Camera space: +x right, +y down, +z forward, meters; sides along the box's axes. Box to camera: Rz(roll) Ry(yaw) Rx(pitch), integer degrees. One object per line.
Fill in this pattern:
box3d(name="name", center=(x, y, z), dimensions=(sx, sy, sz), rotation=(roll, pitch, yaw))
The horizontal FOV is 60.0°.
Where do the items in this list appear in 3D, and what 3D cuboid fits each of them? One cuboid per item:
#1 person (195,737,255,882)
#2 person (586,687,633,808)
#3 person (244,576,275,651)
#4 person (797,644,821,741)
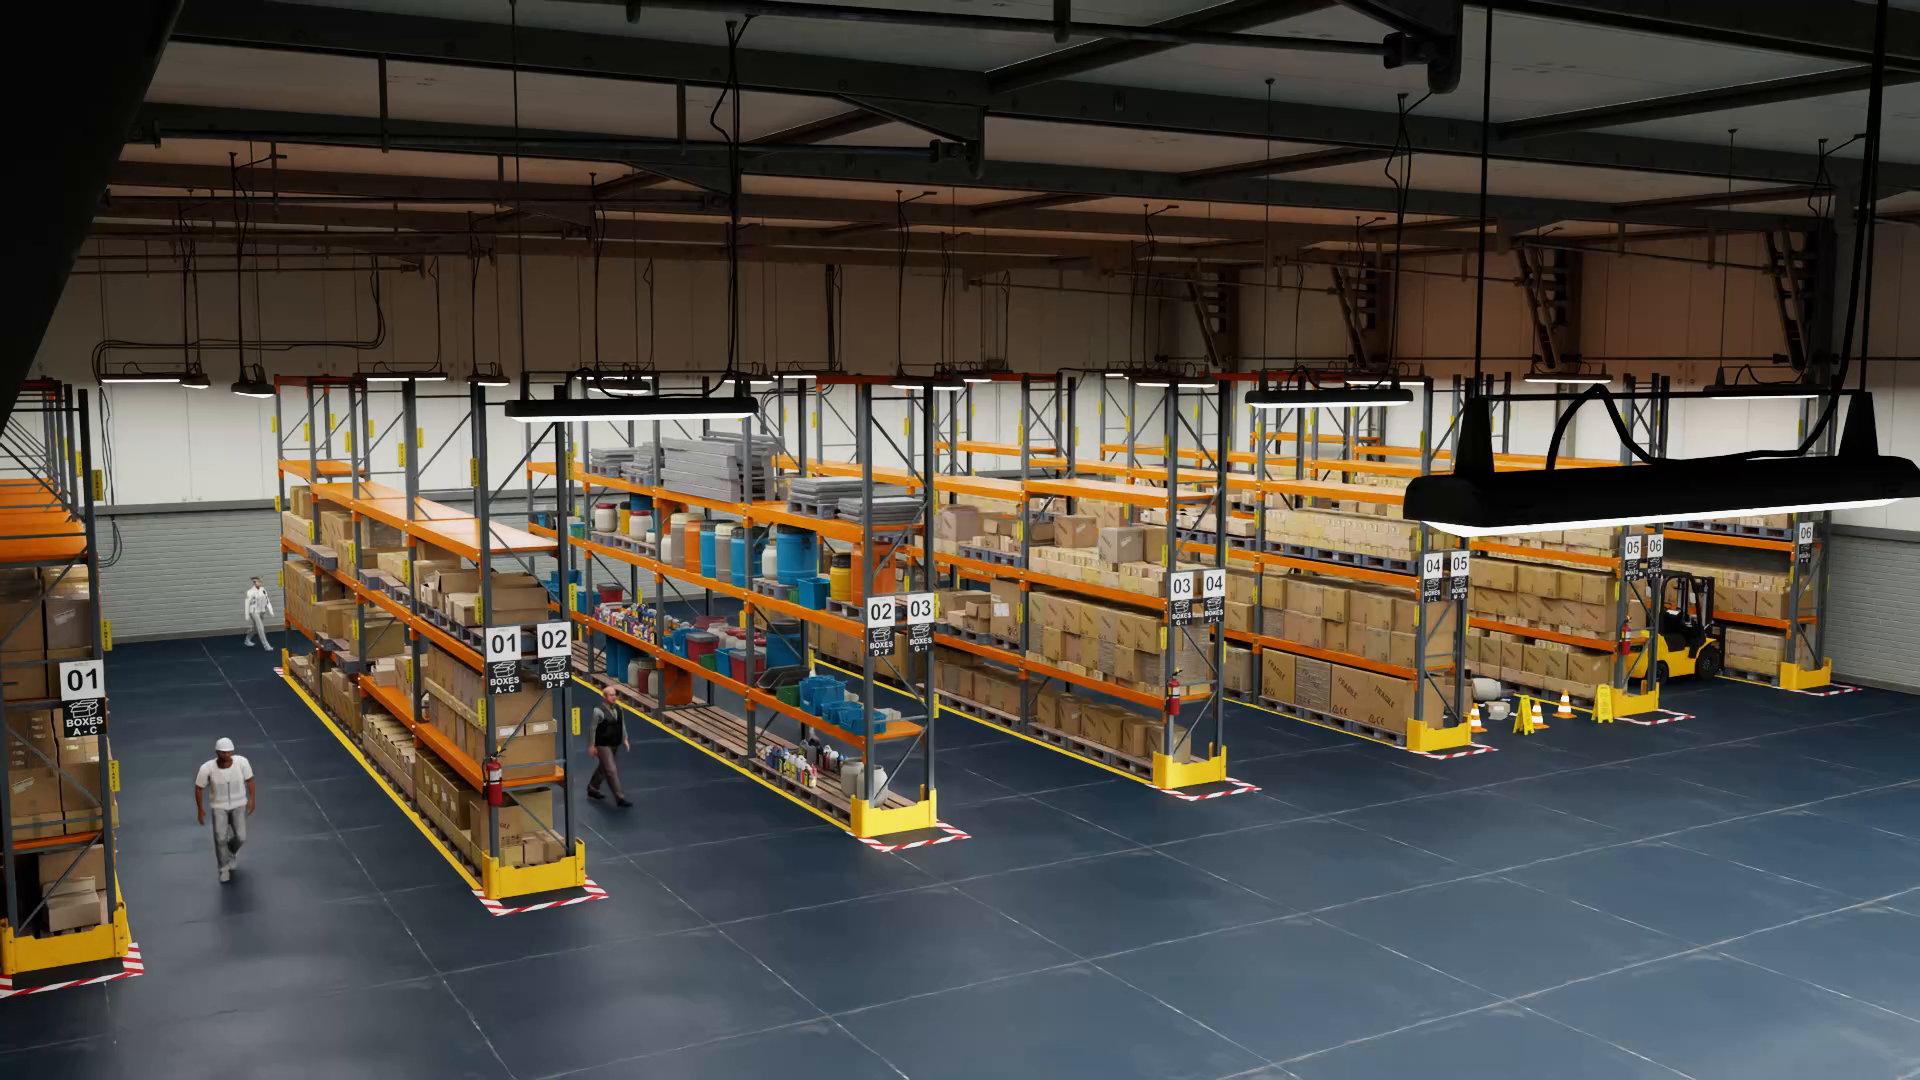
box3d(name="person", center=(-8.982, 3.251, 20.336), dimensions=(0.672, 1.746, 0.619), rotation=(-4, 7, -32))
box3d(name="person", center=(-4.937, 2.900, 23.551), dimensions=(1.022, 1.664, 0.555), rotation=(3, 7, 26))
box3d(name="person", center=(-15.208, 1.560, 36.034), dimensions=(1.069, 1.610, 0.514), rotation=(3, 7, 26))
box3d(name="person", center=(-2.529, 2.494, 27.840), dimensions=(0.746, 1.651, 0.509), rotation=(5, 8, 36))
